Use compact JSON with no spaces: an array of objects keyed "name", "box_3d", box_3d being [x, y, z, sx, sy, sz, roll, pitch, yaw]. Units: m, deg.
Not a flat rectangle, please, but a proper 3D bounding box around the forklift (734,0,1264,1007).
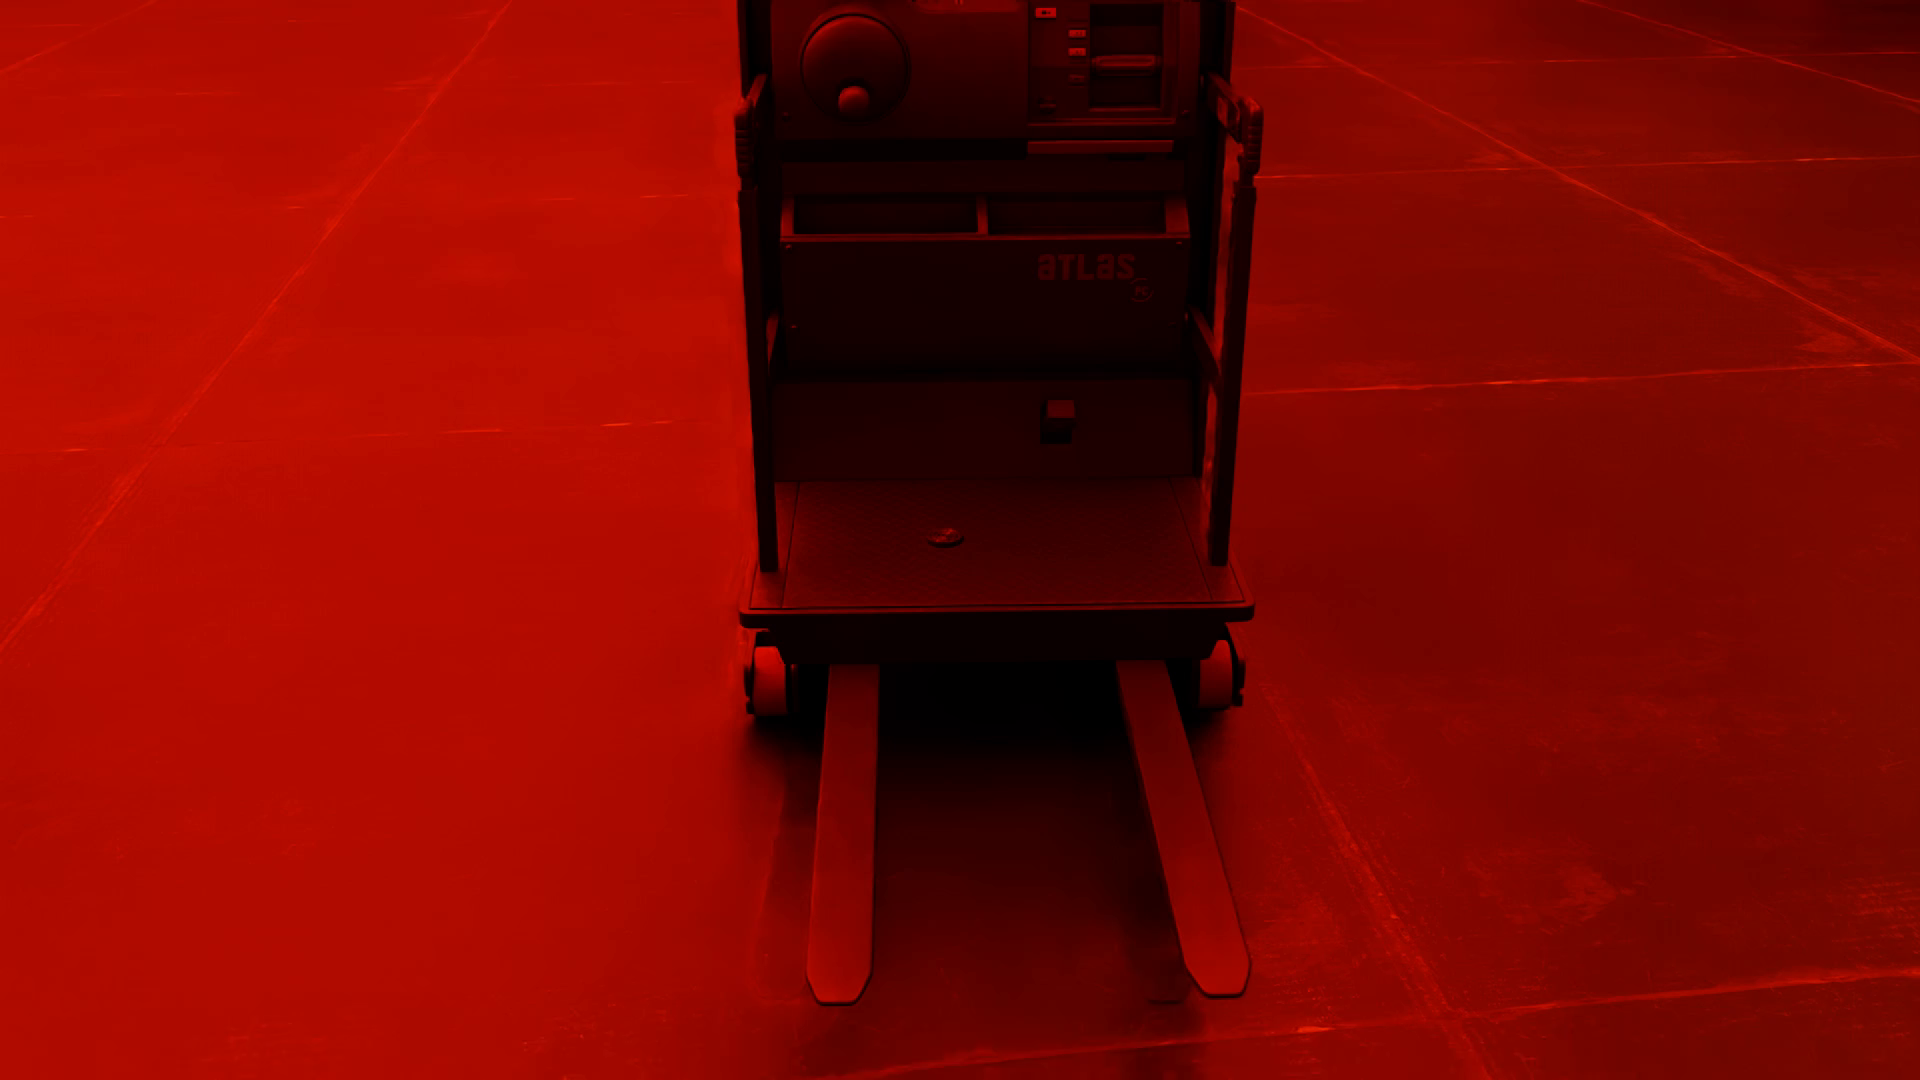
[{"name":"forklift","box_3d":[0.065,-1.058,3.425,1.130,2.935,3.031,-1,26,-2]}]
